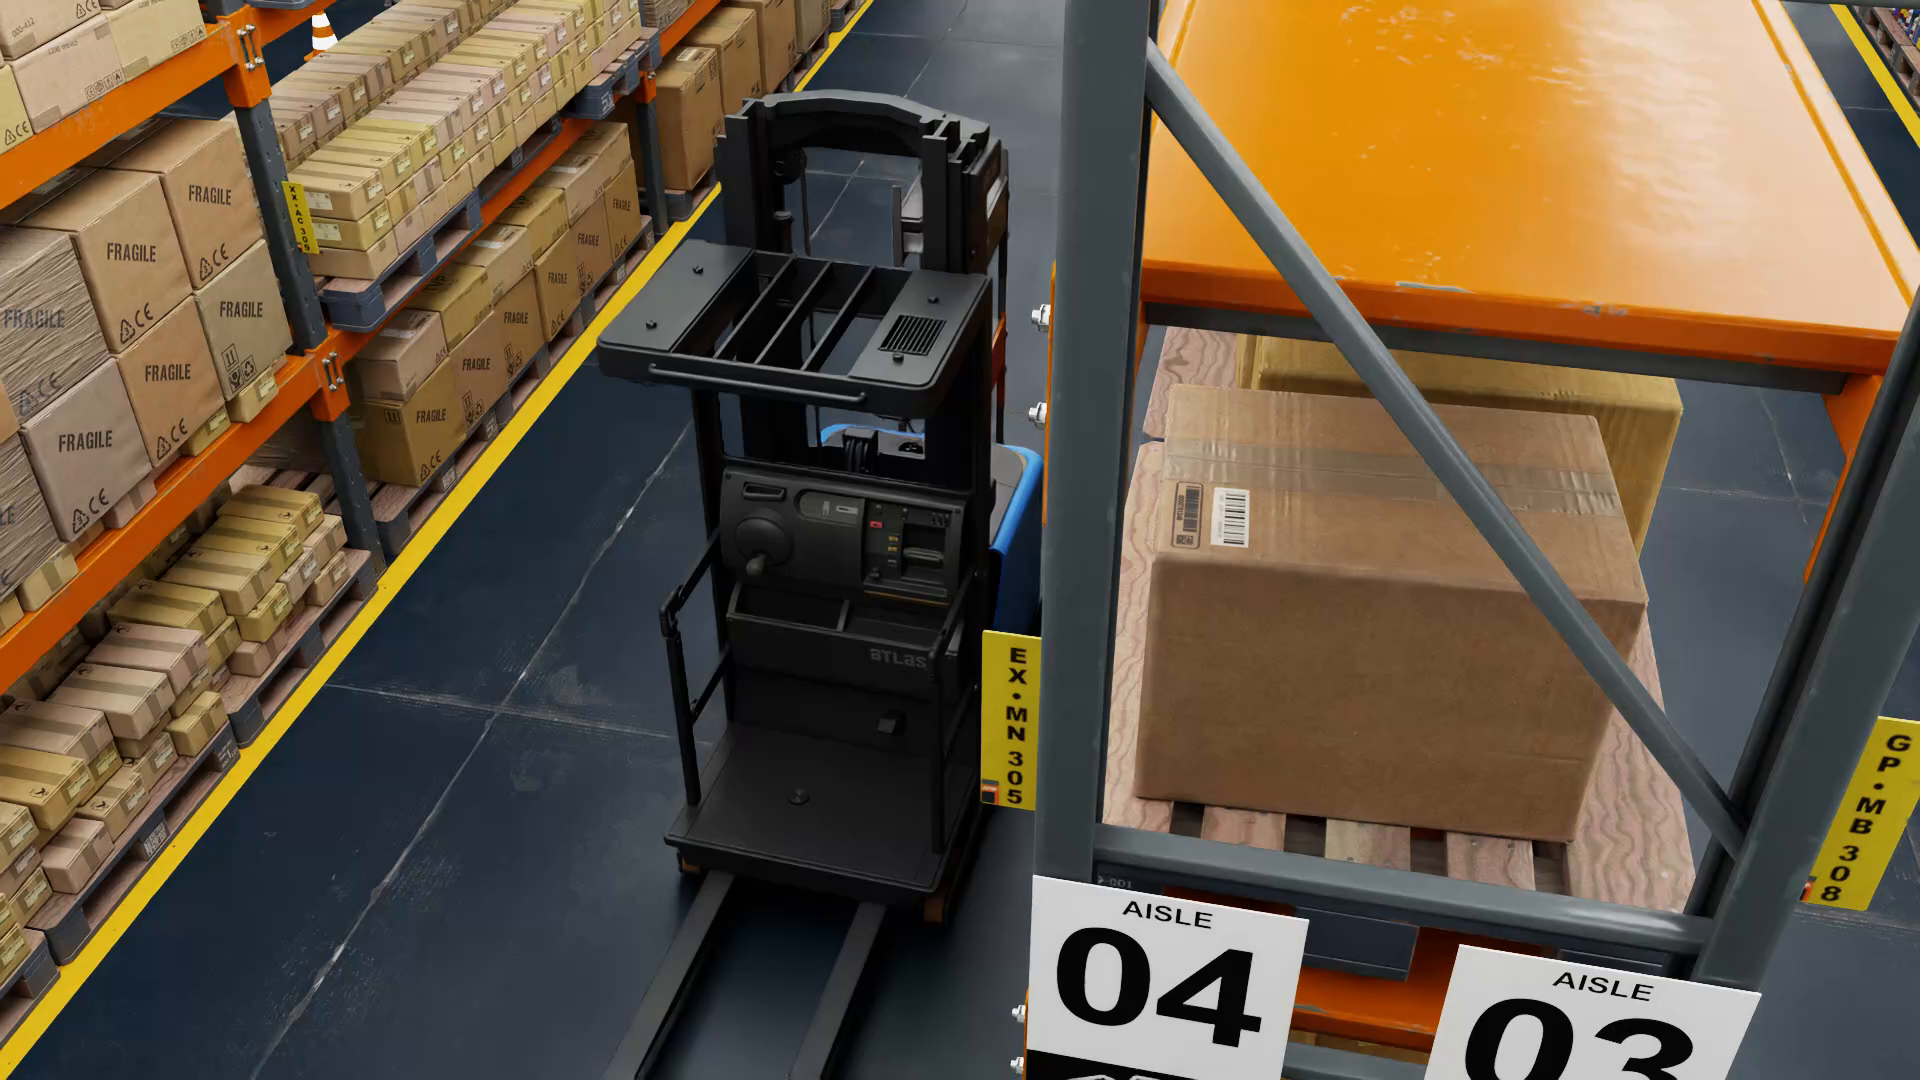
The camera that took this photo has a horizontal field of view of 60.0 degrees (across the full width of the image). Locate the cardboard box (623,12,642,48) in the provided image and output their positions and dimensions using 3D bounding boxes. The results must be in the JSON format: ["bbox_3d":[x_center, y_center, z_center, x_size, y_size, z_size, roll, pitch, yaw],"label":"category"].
[{"bbox_3d":[-2.165,-3.115,10.119,0.380,0.149,0.250,8,37,11],"label":"cardboard box"}]

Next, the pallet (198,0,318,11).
[{"bbox_3d":[-3.127,-2.573,7.118,1.213,0.211,1.003,7,37,10],"label":"pallet"}]

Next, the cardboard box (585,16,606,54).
[{"bbox_3d":[-2.278,-2.931,9.611,0.380,0.149,0.250,8,37,11],"label":"cardboard box"}]

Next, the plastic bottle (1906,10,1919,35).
[{"bbox_3d":[8.033,-4.376,13.952,0.097,0.271,0.097,0,36,0],"label":"plastic bottle"}]

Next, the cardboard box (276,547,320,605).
[{"bbox_3d":[-3.165,0.147,7.579,0.380,0.149,0.250,6,36,8],"label":"cardboard box"}]

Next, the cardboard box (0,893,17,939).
[{"bbox_3d":[-3.614,1.360,5.906,0.380,0.149,0.250,8,37,11],"label":"cardboard box"}]

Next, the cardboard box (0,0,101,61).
[{"bbox_3d":[-3.335,-1.857,5.672,0.500,0.250,0.500,6,36,8],"label":"cardboard box"}]

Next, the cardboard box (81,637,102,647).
[{"bbox_3d":[-3.796,0.392,7.241,0.380,0.149,0.250,6,36,8],"label":"cardboard box"}]

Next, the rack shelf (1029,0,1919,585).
[{"bbox_3d":[1.034,-1.244,3.522,1.077,0.370,4.000,7,37,10],"label":"rack shelf"}]

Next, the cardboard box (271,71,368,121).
[{"bbox_3d":[-3.242,-2.251,8.419,0.380,0.149,0.250,6,36,8],"label":"cardboard box"}]

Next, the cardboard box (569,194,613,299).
[{"bbox_3d":[-2.508,-1.838,10.272,0.500,0.500,0.500,9,37,12],"label":"cardboard box"}]

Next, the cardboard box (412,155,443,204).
[{"bbox_3d":[-2.721,-1.748,7.979,0.380,0.149,0.250,8,37,11],"label":"cardboard box"}]

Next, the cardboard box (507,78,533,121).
[{"bbox_3d":[-2.497,-2.348,8.806,0.380,0.149,0.250,7,36,9],"label":"cardboard box"}]

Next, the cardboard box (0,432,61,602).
[{"bbox_3d":[-3.542,-0.067,5.718,0.500,0.500,0.500,6,36,9],"label":"cardboard box"}]

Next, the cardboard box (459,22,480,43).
[{"bbox_3d":[-2.971,-2.870,9.527,0.380,0.149,0.250,7,37,10],"label":"cardboard box"}]

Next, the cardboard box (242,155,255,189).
[{"bbox_3d":[-3.468,-1.658,7.601,0.380,0.149,0.250,9,37,12],"label":"cardboard box"}]

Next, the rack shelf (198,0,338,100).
[{"bbox_3d":[-2.936,-3.164,8.387,1.077,0.370,4.000,7,37,10],"label":"rack shelf"}]

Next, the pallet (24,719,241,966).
[{"bbox_3d":[-3.730,1.126,6.787,1.003,0.211,1.213,7,37,10],"label":"pallet"}]

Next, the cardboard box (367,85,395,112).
[{"bbox_3d":[-3.193,-2.292,8.729,0.380,0.149,0.250,7,37,10],"label":"cardboard box"}]

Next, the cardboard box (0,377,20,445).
[{"bbox_3d":[-3.522,-0.469,5.420,0.500,0.500,0.500,6,36,8],"label":"cardboard box"}]

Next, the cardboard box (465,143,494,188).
[{"bbox_3d":[-2.610,-1.923,8.473,0.380,0.149,0.250,6,36,8],"label":"cardboard box"}]

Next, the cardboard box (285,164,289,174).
[{"bbox_3d":[-3.416,-1.687,7.894,0.380,0.149,0.250,8,37,10],"label":"cardboard box"}]

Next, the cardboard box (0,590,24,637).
[{"bbox_3d":[-3.544,0.255,5.826,0.380,0.149,0.250,9,37,12],"label":"cardboard box"}]

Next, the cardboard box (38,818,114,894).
[{"bbox_3d":[-3.509,1.197,6.384,0.380,0.149,0.250,6,36,8],"label":"cardboard box"}]

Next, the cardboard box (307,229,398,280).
[{"bbox_3d":[-2.829,-1.331,7.656,0.380,0.149,0.250,6,36,8],"label":"cardboard box"}]

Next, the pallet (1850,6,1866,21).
[{"bbox_3d":[8.714,-5.030,15.280,1.003,0.211,1.213,7,37,10],"label":"pallet"}]

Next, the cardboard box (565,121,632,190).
[{"bbox_3d":[-2.398,-2.424,10.442,0.500,0.250,0.500,6,36,9],"label":"cardboard box"}]

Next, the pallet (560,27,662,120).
[{"bbox_3d":[-2.556,-2.888,10.112,1.213,0.211,1.003,7,37,10],"label":"pallet"}]

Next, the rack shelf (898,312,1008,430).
[{"bbox_3d":[-0.035,-0.744,7.781,0.431,0.518,0.480,7,37,10],"label":"rack shelf"}]

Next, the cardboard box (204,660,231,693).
[{"bbox_3d":[-3.419,0.592,7.219,0.380,0.149,0.250,6,36,9],"label":"cardboard box"}]

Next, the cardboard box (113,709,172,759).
[{"bbox_3d":[-3.467,0.734,6.770,0.380,0.149,0.250,6,36,8],"label":"cardboard box"}]

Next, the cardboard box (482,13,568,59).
[{"bbox_3d":[-2.388,-2.773,9.140,0.380,0.149,0.250,7,37,10],"label":"cardboard box"}]

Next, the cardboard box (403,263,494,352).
[{"bbox_3d":[-2.835,-1.252,8.824,0.500,0.250,0.500,8,37,11],"label":"cardboard box"}]

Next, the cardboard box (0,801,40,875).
[{"bbox_3d":[-3.612,1.073,6.048,0.380,0.149,0.250,9,37,12],"label":"cardboard box"}]

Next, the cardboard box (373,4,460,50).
[{"bbox_3d":[-3.021,-2.854,9.252,0.380,0.149,0.250,9,37,12],"label":"cardboard box"}]

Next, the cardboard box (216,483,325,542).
[{"bbox_3d":[-3.184,-0.114,7.686,0.380,0.149,0.250,8,37,11],"label":"cardboard box"}]

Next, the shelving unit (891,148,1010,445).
[{"bbox_3d":[-0.035,-0.755,7.773,0.431,2.100,0.503,7,37,10],"label":"shelving unit"}]

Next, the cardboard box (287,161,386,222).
[{"bbox_3d":[-2.829,-1.572,7.482,0.380,0.149,0.250,9,37,12],"label":"cardboard box"}]

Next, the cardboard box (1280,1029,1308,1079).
[{"bbox_3d":[0.454,1.203,3.539,0.500,0.500,0.500,8,37,11],"label":"cardboard box"}]

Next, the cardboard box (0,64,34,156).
[{"bbox_3d":[-3.430,-1.357,5.408,0.500,0.250,0.500,7,37,9],"label":"cardboard box"}]

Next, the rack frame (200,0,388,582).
[{"bbox_3d":[-3.363,-1.094,7.474,1.000,3.000,0.127,7,37,10],"label":"rack frame"}]

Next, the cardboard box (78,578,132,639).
[{"bbox_3d":[-3.795,0.275,7.149,0.380,0.149,0.250,6,36,9],"label":"cardboard box"}]

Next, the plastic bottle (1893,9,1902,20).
[{"bbox_3d":[8.105,-4.624,14.283,0.061,0.283,0.133,8,37,11],"label":"plastic bottle"}]

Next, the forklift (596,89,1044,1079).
[{"bbox_3d":[-0.493,0.050,5.954,1.130,2.935,3.031,9,37,12],"label":"forklift"}]

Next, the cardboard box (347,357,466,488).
[{"bbox_3d":[-2.946,-0.642,8.623,0.500,0.500,0.500,9,37,12],"label":"cardboard box"}]

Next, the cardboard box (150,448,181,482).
[{"bbox_3d":[-3.381,-0.353,6.665,0.380,0.149,0.250,6,36,9],"label":"cardboard box"}]

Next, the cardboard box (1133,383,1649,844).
[{"bbox_3d":[0.666,0.108,2.730,0.700,0.500,0.500,5,36,7],"label":"cardboard box"}]

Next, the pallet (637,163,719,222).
[{"bbox_3d":[-2.266,-2.701,12.067,1.003,0.211,1.213,7,37,10],"label":"pallet"}]

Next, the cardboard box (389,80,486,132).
[{"bbox_3d":[-2.609,-2.168,8.305,0.380,0.149,0.250,7,37,10],"label":"cardboard box"}]

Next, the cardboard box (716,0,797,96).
[{"bbox_3d":[-1.908,-4.020,13.070,1.050,0.750,0.750,7,37,10],"label":"cardboard box"}]

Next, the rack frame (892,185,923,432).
[{"bbox_3d":[-0.087,-0.615,7.580,0.400,2.100,0.015,7,37,10],"label":"rack frame"}]

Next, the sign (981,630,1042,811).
[{"bbox_3d":[0.080,0.262,2.360,0.100,0.325,0.005,7,37,10],"label":"sign"}]

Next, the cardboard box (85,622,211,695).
[{"bbox_3d":[-3.346,0.487,6.857,0.380,0.149,0.250,6,36,8],"label":"cardboard box"}]

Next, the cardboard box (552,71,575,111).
[{"bbox_3d":[-2.387,-2.529,9.309,0.380,0.149,0.250,6,36,8],"label":"cardboard box"}]
